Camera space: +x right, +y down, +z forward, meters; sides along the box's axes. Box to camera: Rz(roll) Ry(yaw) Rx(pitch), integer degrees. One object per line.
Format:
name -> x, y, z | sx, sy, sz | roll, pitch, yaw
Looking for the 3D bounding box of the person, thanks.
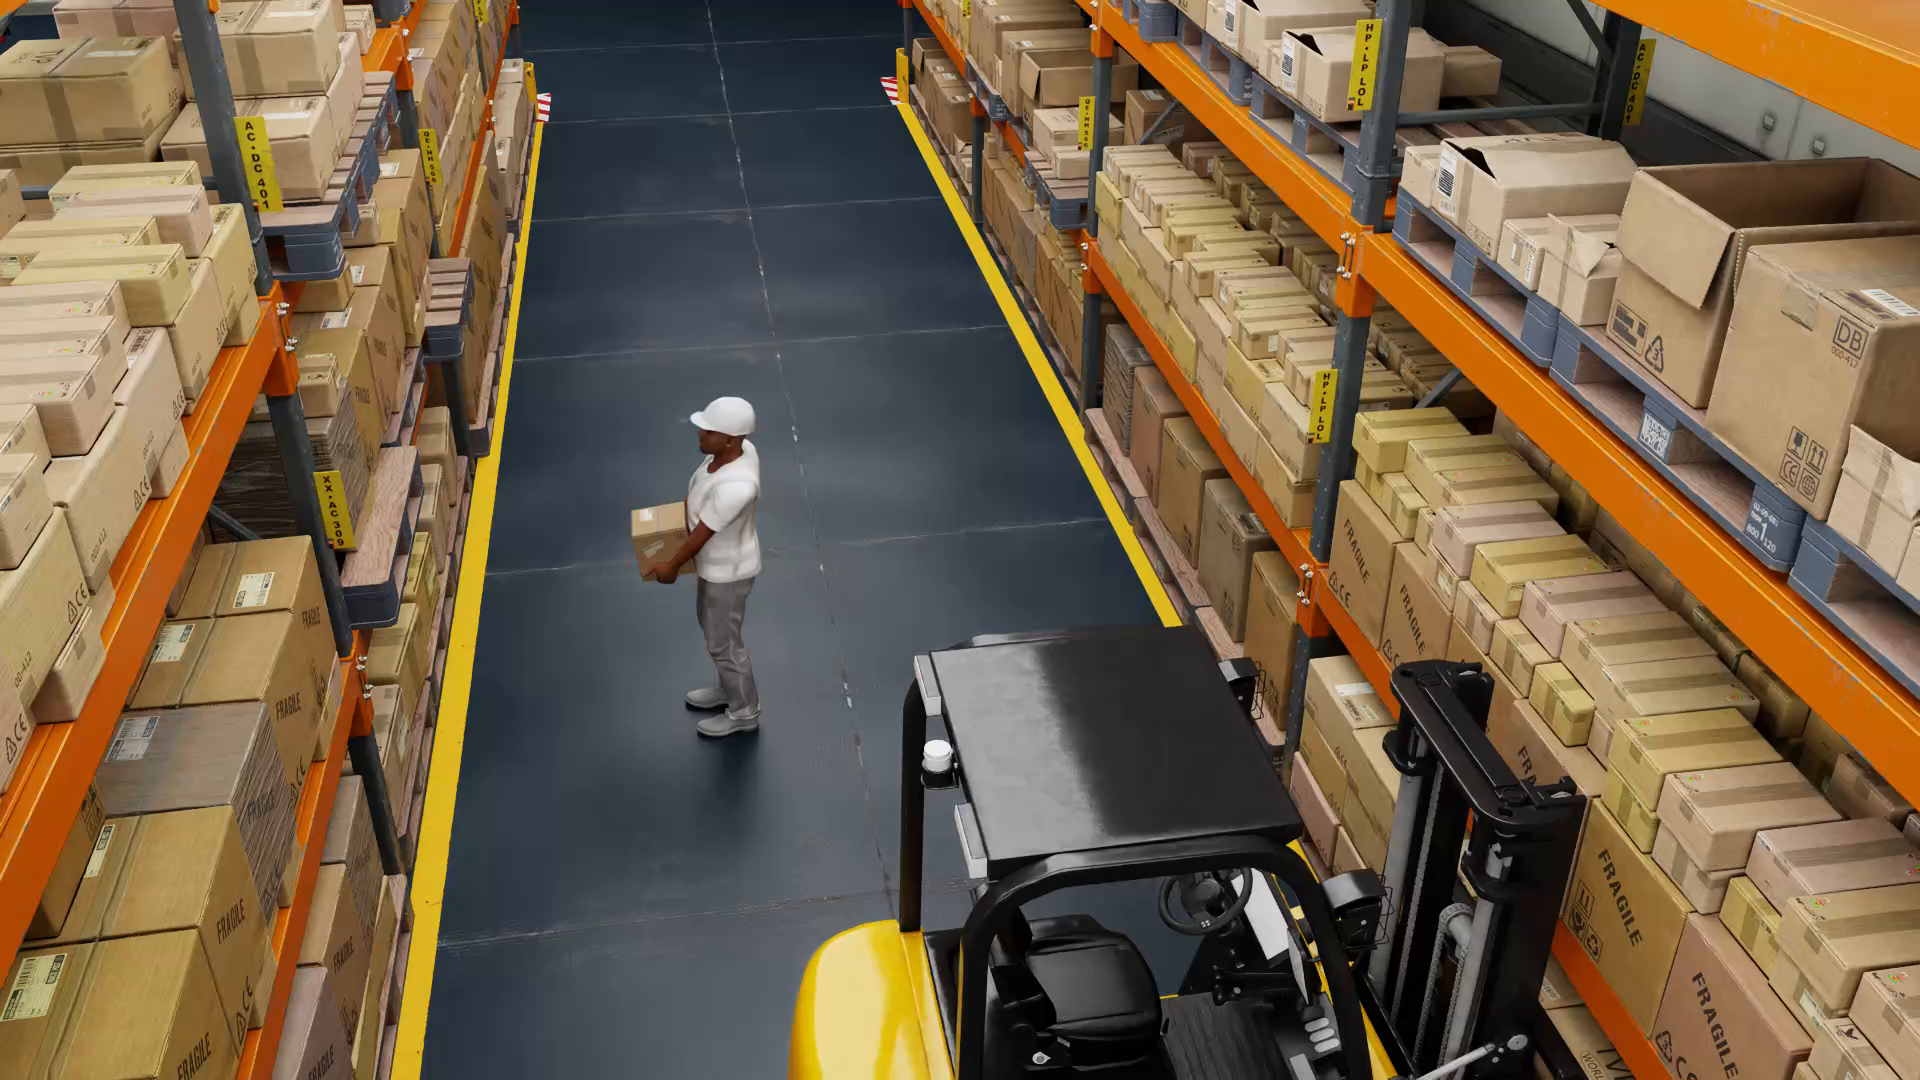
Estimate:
person -> -1.207, 0.129, 7.900 | 0.577, 1.761, 0.502 | -5, 31, -9
